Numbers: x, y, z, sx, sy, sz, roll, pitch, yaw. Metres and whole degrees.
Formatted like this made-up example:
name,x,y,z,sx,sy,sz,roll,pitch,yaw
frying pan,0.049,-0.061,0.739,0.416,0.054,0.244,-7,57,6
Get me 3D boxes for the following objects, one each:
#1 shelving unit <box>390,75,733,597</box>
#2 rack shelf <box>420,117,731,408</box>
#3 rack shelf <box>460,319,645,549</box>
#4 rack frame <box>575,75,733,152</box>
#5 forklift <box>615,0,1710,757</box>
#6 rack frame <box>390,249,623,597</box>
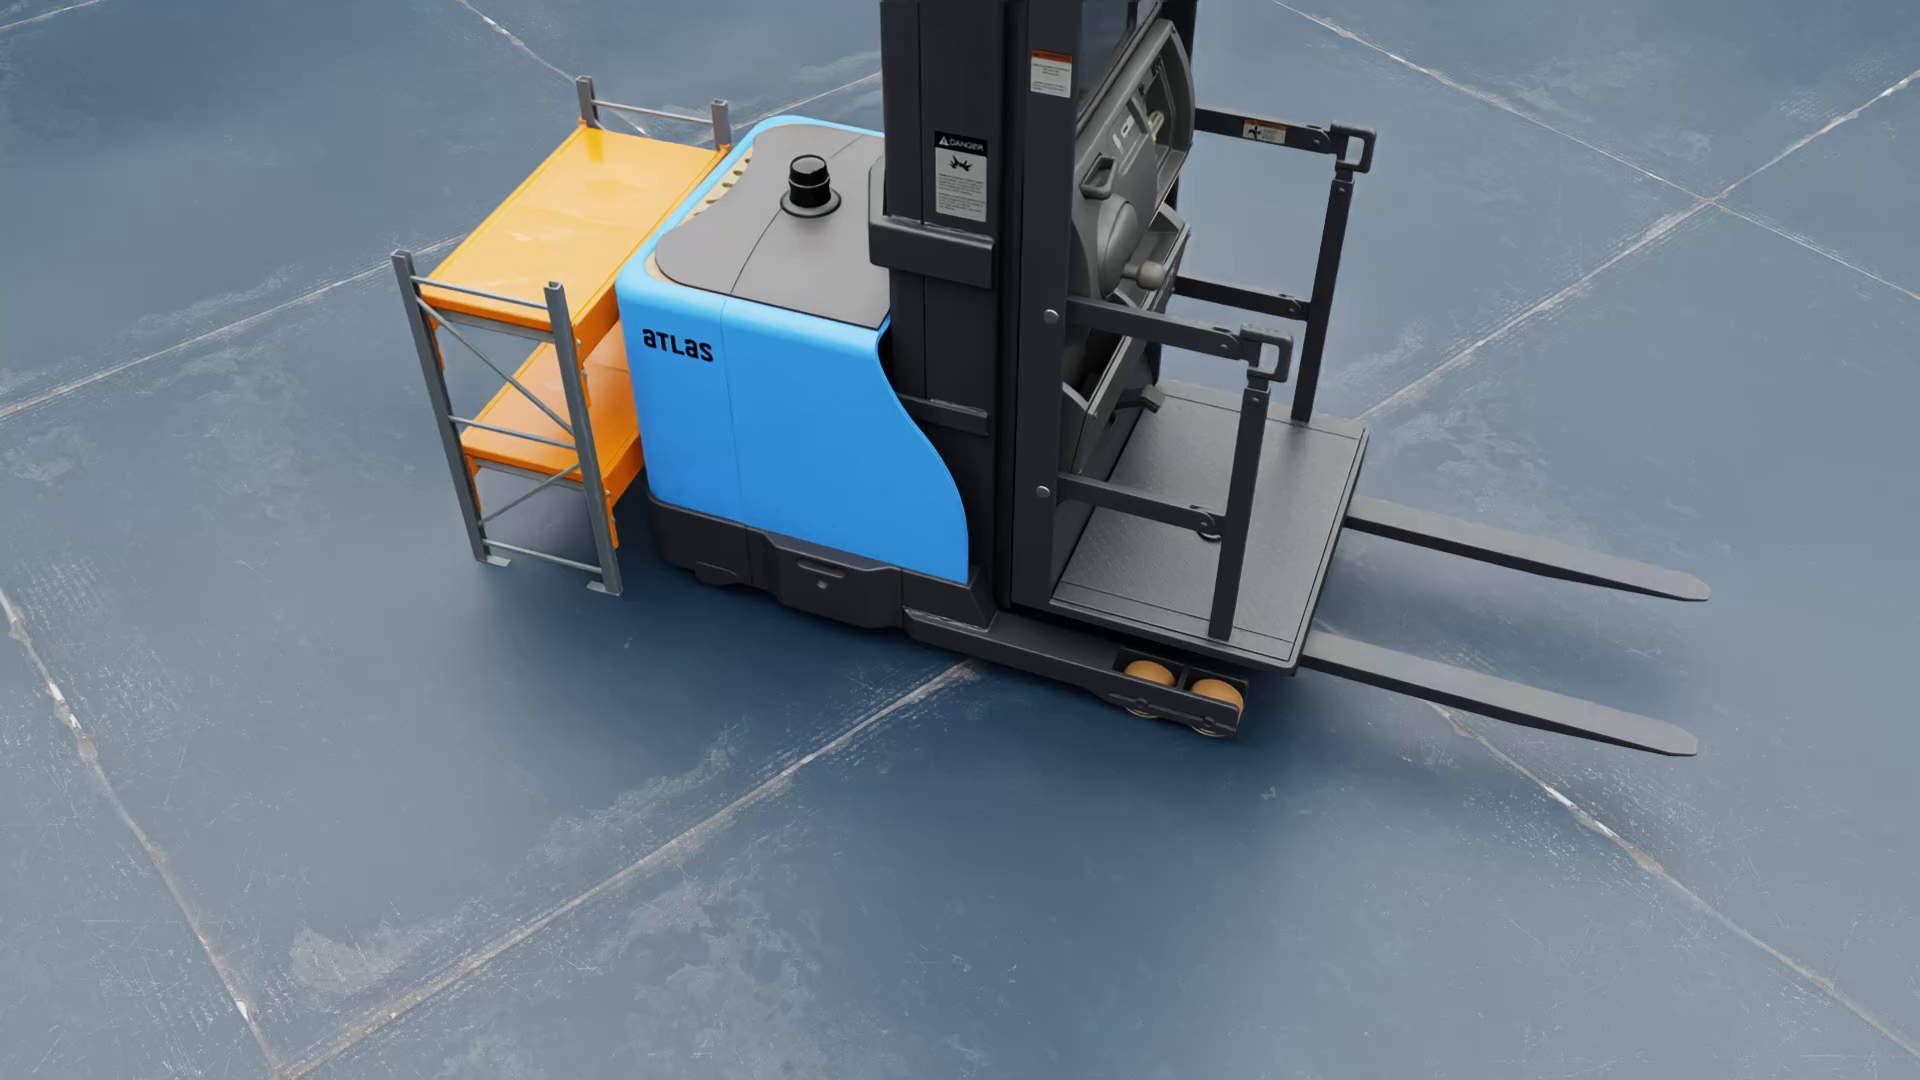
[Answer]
name,x,y,z,sx,sy,sz,roll,pitch,yaw
shelving unit,-1.107,-0.631,5.100,0.538,1.125,1.048,13,45,14
rack shelf,-1.107,-0.845,4.900,0.538,0.278,1.000,13,45,14
rack shelf,-1.107,-0.453,5.268,0.538,0.278,1.000,13,45,14
rack frame,-0.942,-0.960,5.451,0.500,1.125,0.032,13,45,14
forklift,0.625,-0.931,4.101,3.031,2.935,1.130,15,45,15
rack frame,-1.271,-0.302,4.750,0.500,1.125,0.032,13,45,14
